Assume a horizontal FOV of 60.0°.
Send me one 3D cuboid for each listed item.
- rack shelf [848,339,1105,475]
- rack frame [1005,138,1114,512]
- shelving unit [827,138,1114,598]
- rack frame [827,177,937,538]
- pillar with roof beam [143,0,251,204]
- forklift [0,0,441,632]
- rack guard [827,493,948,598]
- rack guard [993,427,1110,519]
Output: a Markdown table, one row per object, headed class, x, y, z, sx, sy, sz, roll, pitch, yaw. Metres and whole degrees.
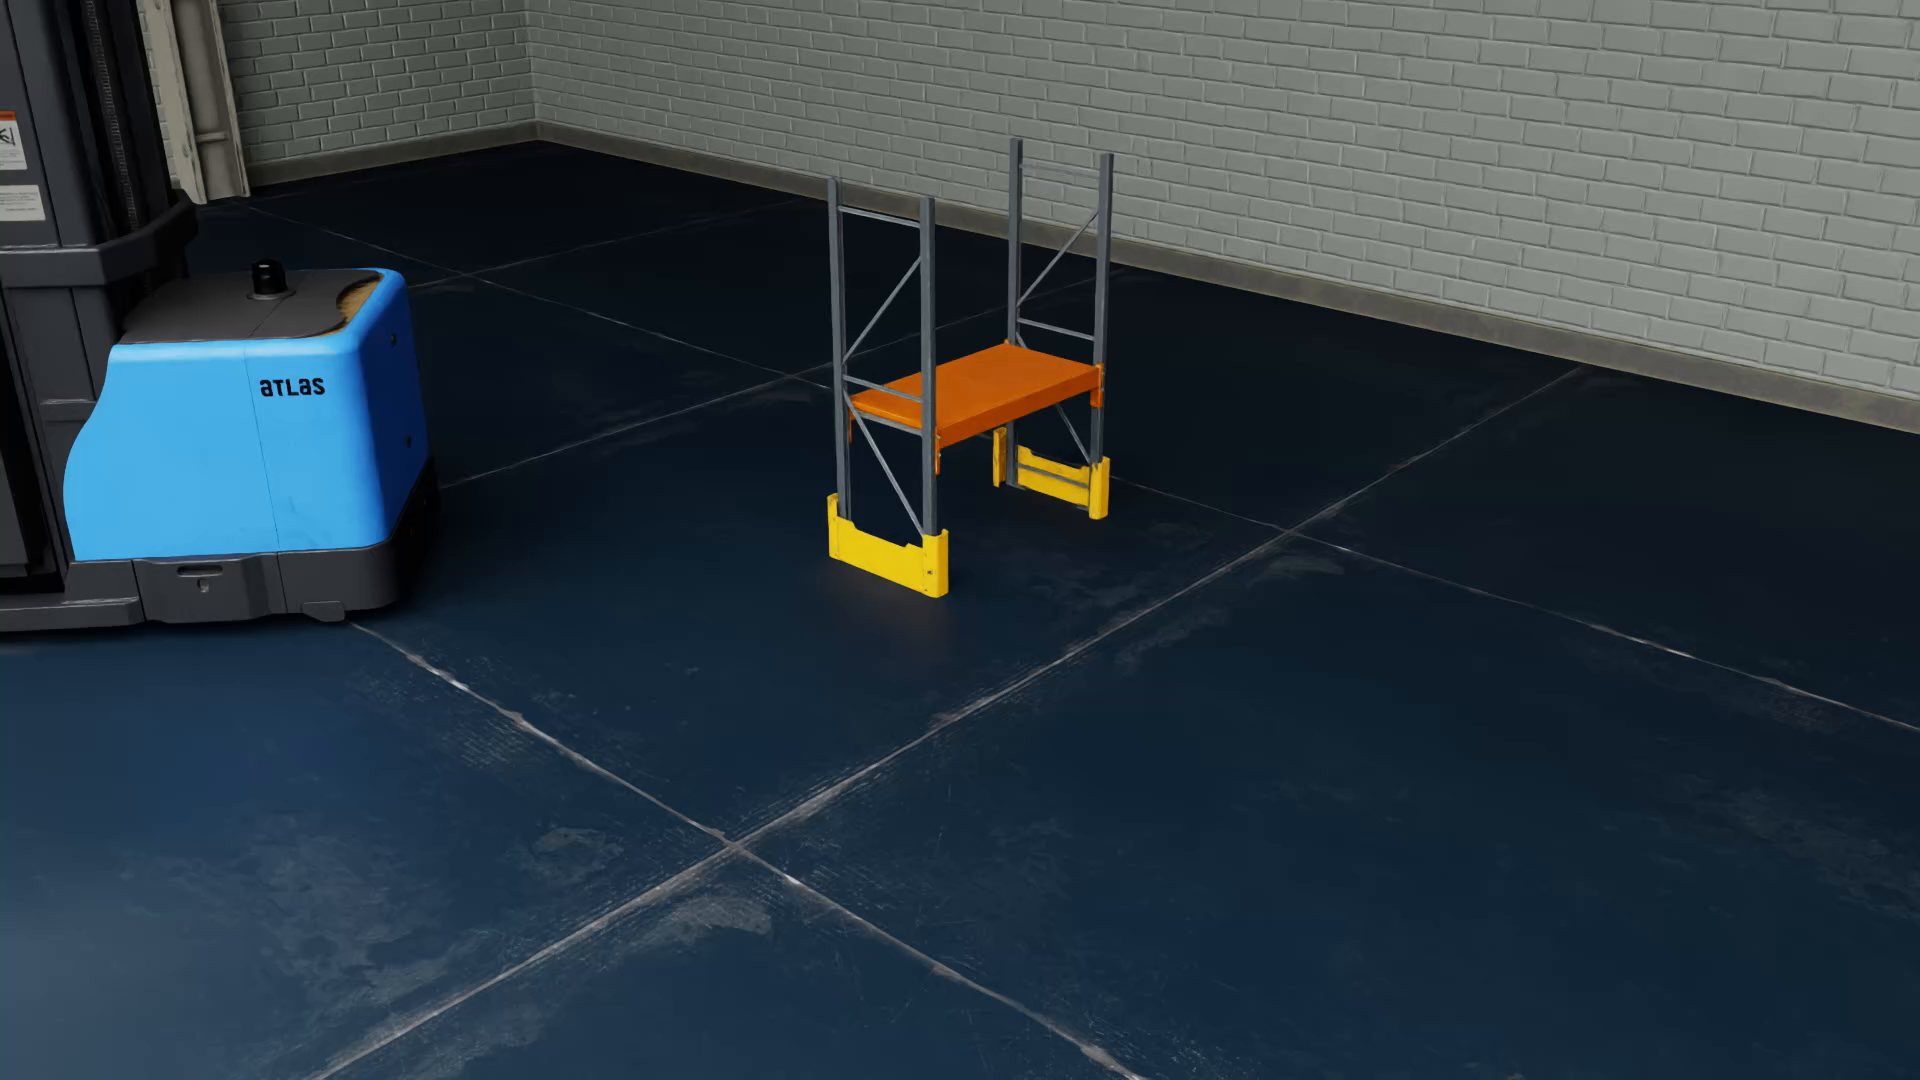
| class | x | y | z | sx | sy | sz | roll | pitch | yaw |
| --- | --- | --- | --- | --- | --- | --- | --- | --- | --- |
| rack shelf | 0.057 | -0.546 | 6.575 | 0.538 | 0.185 | 1.000 | 20 | 31 | 38 |
| rack frame | 0.396 | -0.865 | 6.847 | 0.500 | 1.500 | 0.032 | 20 | 31 | 38 |
| shelving unit | 0.051 | -0.708 | 6.495 | 0.587 | 1.500 | 1.083 | 20 | 31 | 38 |
| rack frame | -0.282 | -0.555 | 6.156 | 0.500 | 1.500 | 0.032 | 20 | 31 | 38 |
| pillar with roof beam | -2.383 | -5.508 | 8.037 | 9.100 | 9.000 | 0.400 | 20 | 31 | 38 |
| forklift | -3.606 | -1.166 | 5.769 | 3.031 | 2.935 | 1.130 | -3 | 24 | -6 |
| rack guard | -0.281 | 0.014 | 6.412 | 0.587 | 0.250 | 0.087 | 20 | 31 | 38 |
| rack guard | 0.383 | -0.289 | 7.089 | 0.587 | 0.250 | 0.087 | 20 | 31 | 38 |
